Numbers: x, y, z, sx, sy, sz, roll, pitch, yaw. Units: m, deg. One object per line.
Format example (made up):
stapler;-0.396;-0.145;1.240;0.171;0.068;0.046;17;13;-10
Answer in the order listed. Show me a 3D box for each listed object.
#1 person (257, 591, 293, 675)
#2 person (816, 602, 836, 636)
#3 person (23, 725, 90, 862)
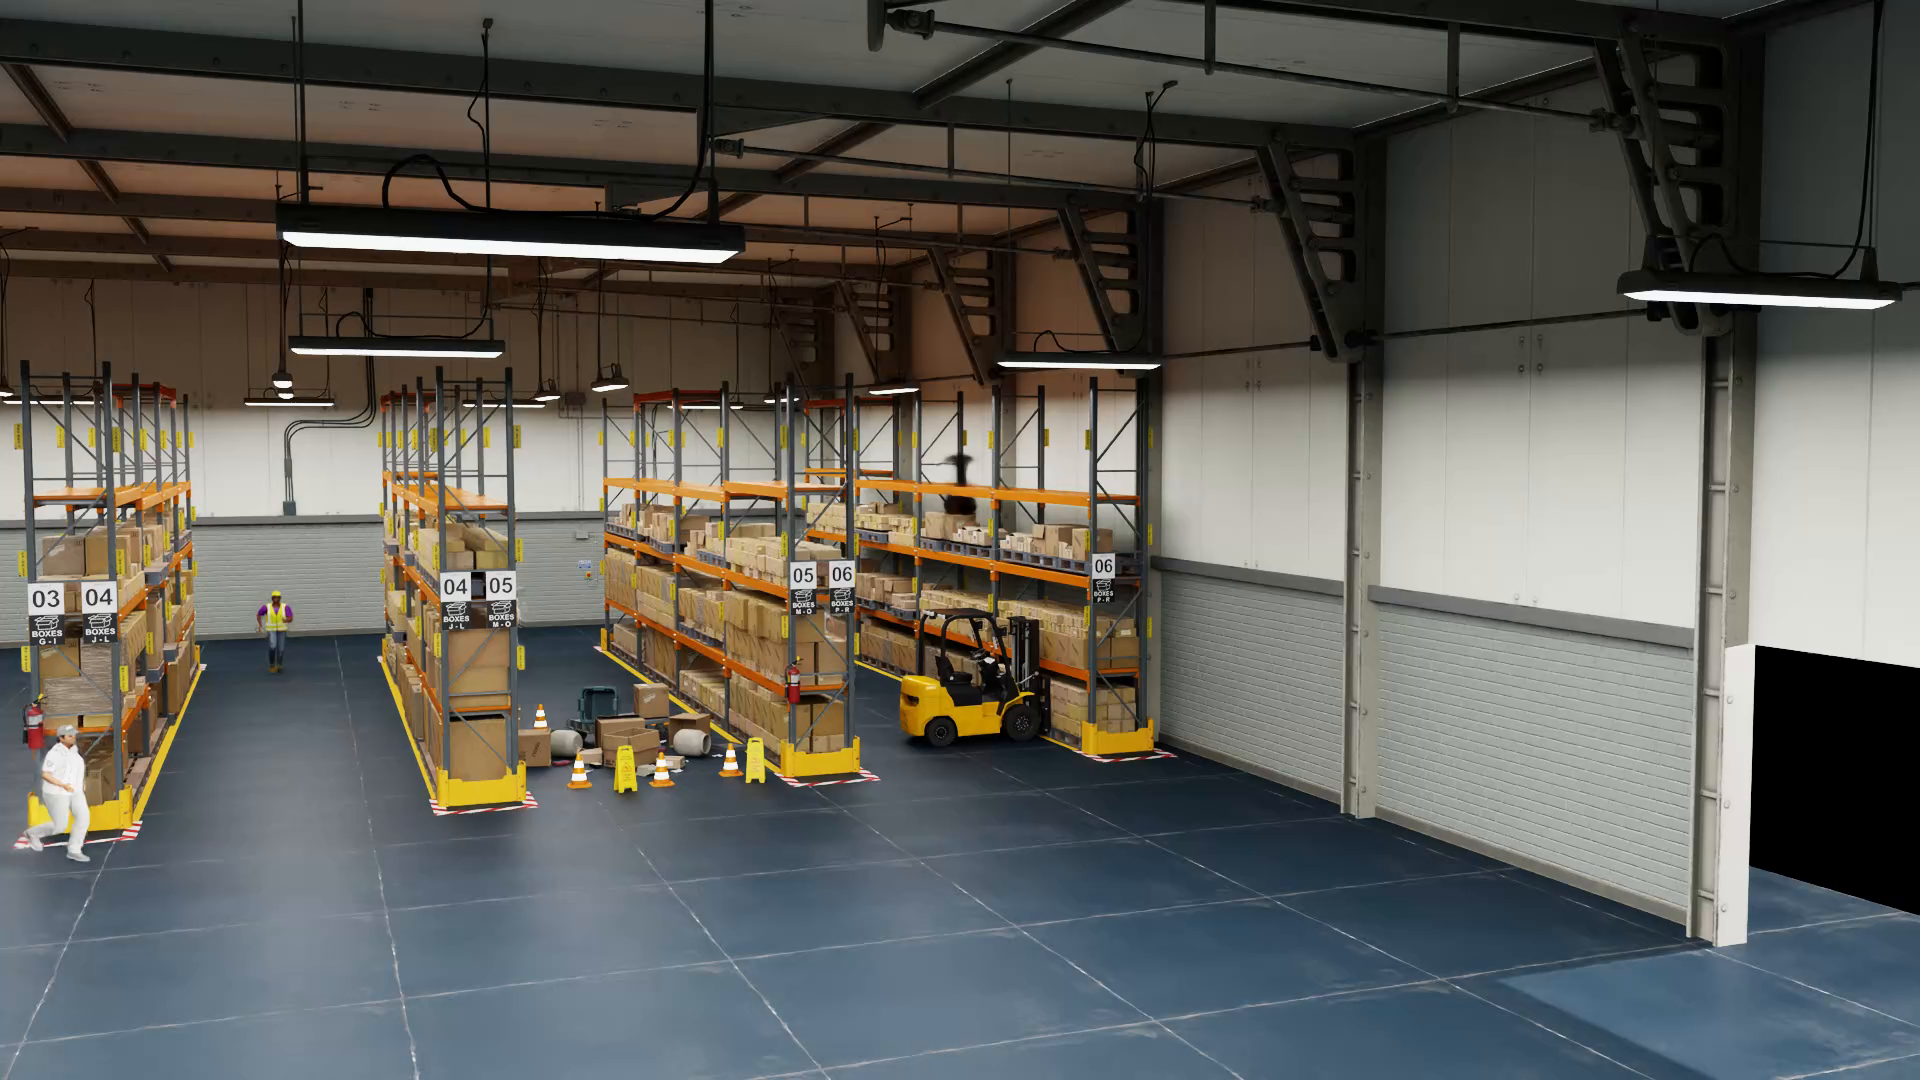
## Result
person;-14.653;1.981;35.628;0.691;1.789;0.722;-2;4;-30
person;-2.982;2.093;35.335;0.578;1.538;0.920;-2;4;-26
person;-10.727;3.009;19.791;0.782;1.639;0.585;1;4;12
